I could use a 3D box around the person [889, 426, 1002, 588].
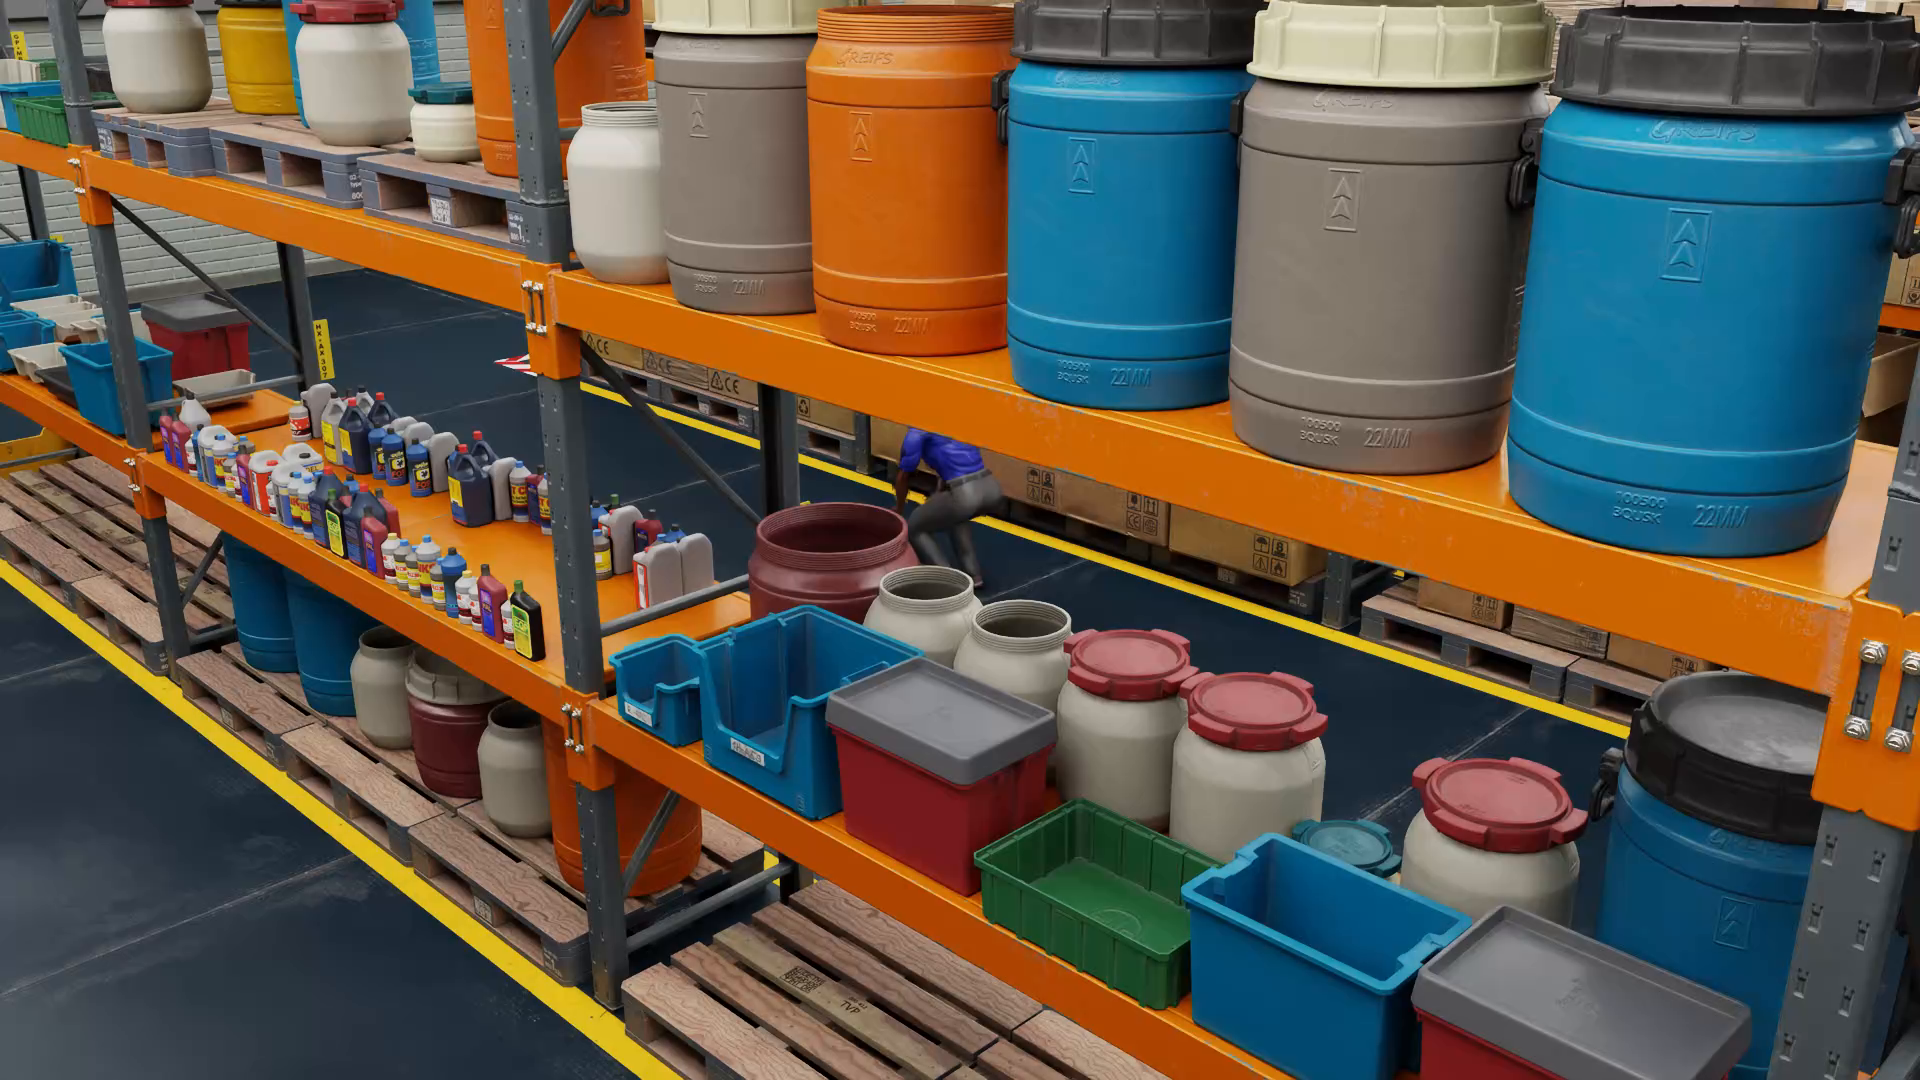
[{"bbox_3d":[-0.108,-0.272,9.936,0.709,1.219,0.496,19,28,41],"label":"person"}]
